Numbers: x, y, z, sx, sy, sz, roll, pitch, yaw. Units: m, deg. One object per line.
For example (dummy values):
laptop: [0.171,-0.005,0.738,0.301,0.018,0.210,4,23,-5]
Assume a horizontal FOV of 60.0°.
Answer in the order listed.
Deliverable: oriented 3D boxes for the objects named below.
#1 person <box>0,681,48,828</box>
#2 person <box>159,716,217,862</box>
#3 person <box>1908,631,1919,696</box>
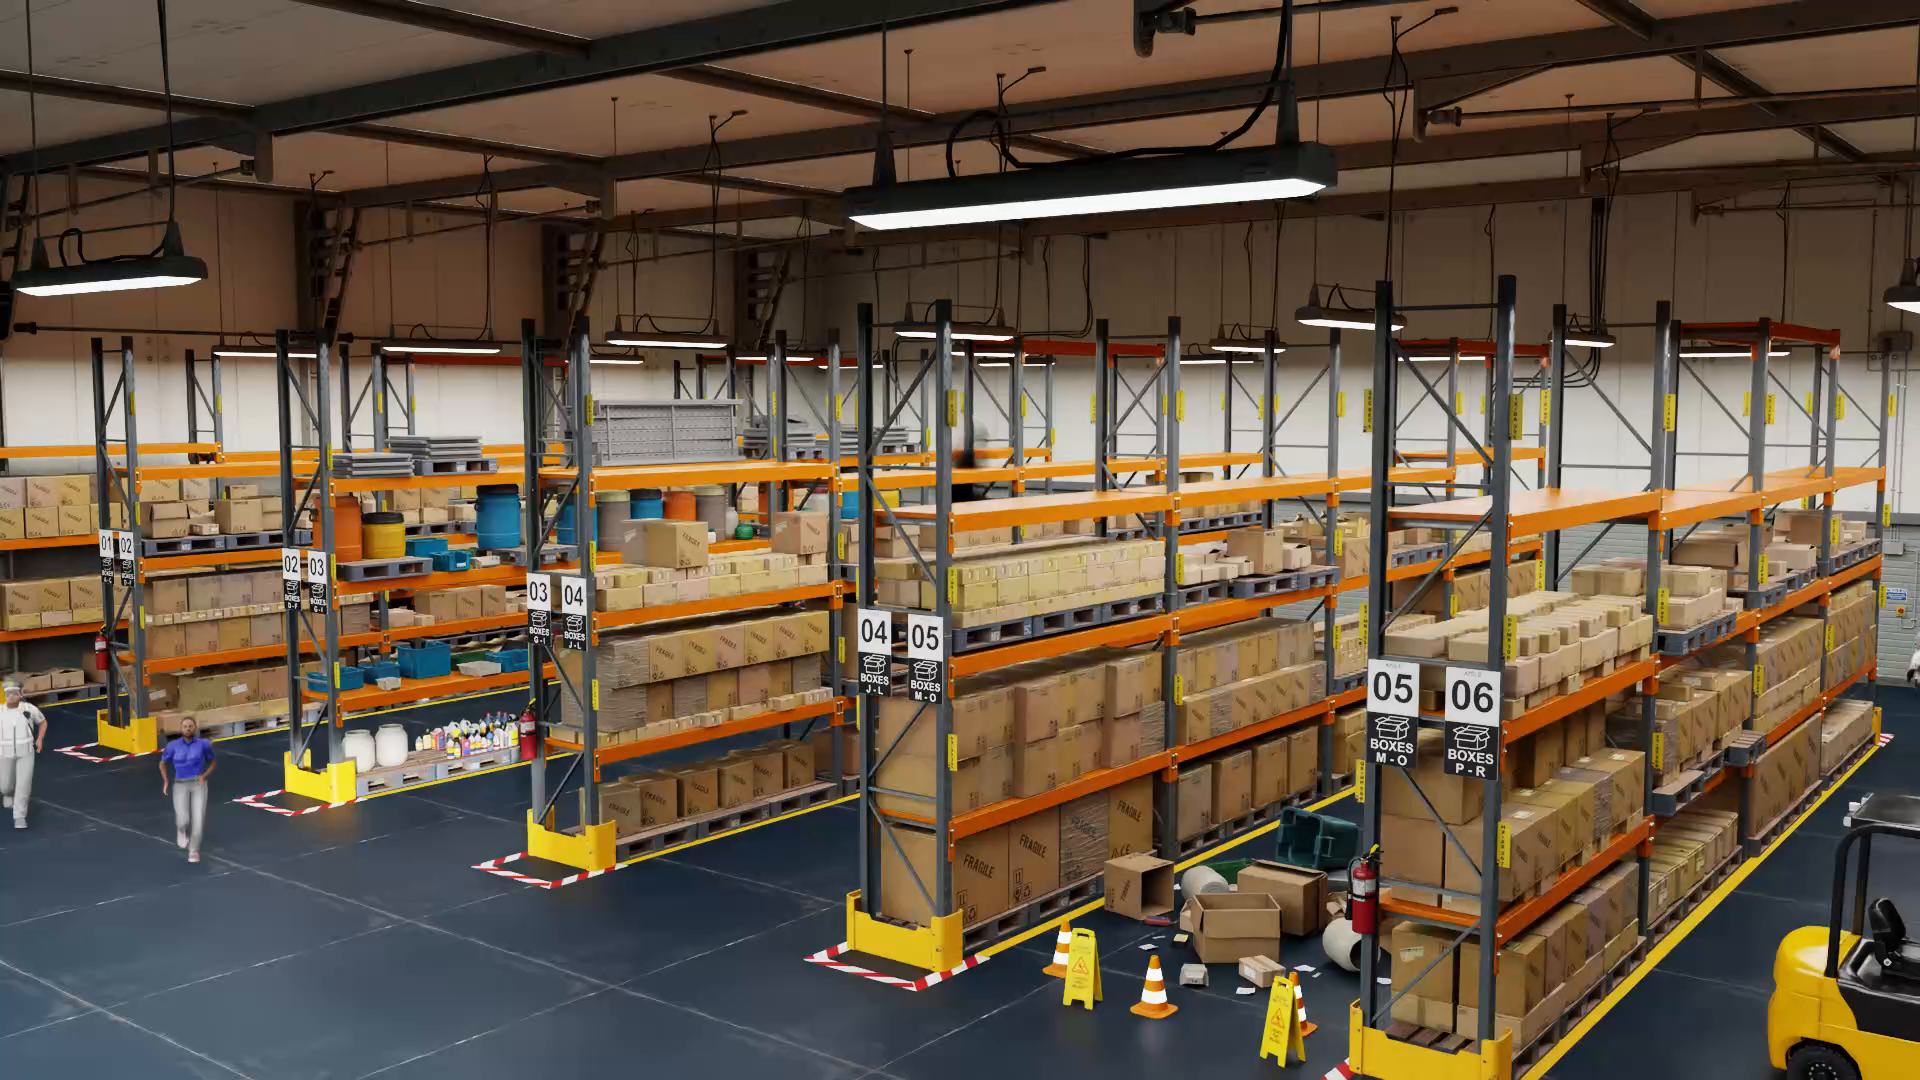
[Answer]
person: [-11.387,2.559,20.055,0.654,1.743,0.829,-3,6,-29]
person: [-8.549,2.764,18.454,0.582,1.615,0.540,-2,6,-26]
person: [14.544,2.182,24.981,0.652,1.635,0.523,0,5,2]
